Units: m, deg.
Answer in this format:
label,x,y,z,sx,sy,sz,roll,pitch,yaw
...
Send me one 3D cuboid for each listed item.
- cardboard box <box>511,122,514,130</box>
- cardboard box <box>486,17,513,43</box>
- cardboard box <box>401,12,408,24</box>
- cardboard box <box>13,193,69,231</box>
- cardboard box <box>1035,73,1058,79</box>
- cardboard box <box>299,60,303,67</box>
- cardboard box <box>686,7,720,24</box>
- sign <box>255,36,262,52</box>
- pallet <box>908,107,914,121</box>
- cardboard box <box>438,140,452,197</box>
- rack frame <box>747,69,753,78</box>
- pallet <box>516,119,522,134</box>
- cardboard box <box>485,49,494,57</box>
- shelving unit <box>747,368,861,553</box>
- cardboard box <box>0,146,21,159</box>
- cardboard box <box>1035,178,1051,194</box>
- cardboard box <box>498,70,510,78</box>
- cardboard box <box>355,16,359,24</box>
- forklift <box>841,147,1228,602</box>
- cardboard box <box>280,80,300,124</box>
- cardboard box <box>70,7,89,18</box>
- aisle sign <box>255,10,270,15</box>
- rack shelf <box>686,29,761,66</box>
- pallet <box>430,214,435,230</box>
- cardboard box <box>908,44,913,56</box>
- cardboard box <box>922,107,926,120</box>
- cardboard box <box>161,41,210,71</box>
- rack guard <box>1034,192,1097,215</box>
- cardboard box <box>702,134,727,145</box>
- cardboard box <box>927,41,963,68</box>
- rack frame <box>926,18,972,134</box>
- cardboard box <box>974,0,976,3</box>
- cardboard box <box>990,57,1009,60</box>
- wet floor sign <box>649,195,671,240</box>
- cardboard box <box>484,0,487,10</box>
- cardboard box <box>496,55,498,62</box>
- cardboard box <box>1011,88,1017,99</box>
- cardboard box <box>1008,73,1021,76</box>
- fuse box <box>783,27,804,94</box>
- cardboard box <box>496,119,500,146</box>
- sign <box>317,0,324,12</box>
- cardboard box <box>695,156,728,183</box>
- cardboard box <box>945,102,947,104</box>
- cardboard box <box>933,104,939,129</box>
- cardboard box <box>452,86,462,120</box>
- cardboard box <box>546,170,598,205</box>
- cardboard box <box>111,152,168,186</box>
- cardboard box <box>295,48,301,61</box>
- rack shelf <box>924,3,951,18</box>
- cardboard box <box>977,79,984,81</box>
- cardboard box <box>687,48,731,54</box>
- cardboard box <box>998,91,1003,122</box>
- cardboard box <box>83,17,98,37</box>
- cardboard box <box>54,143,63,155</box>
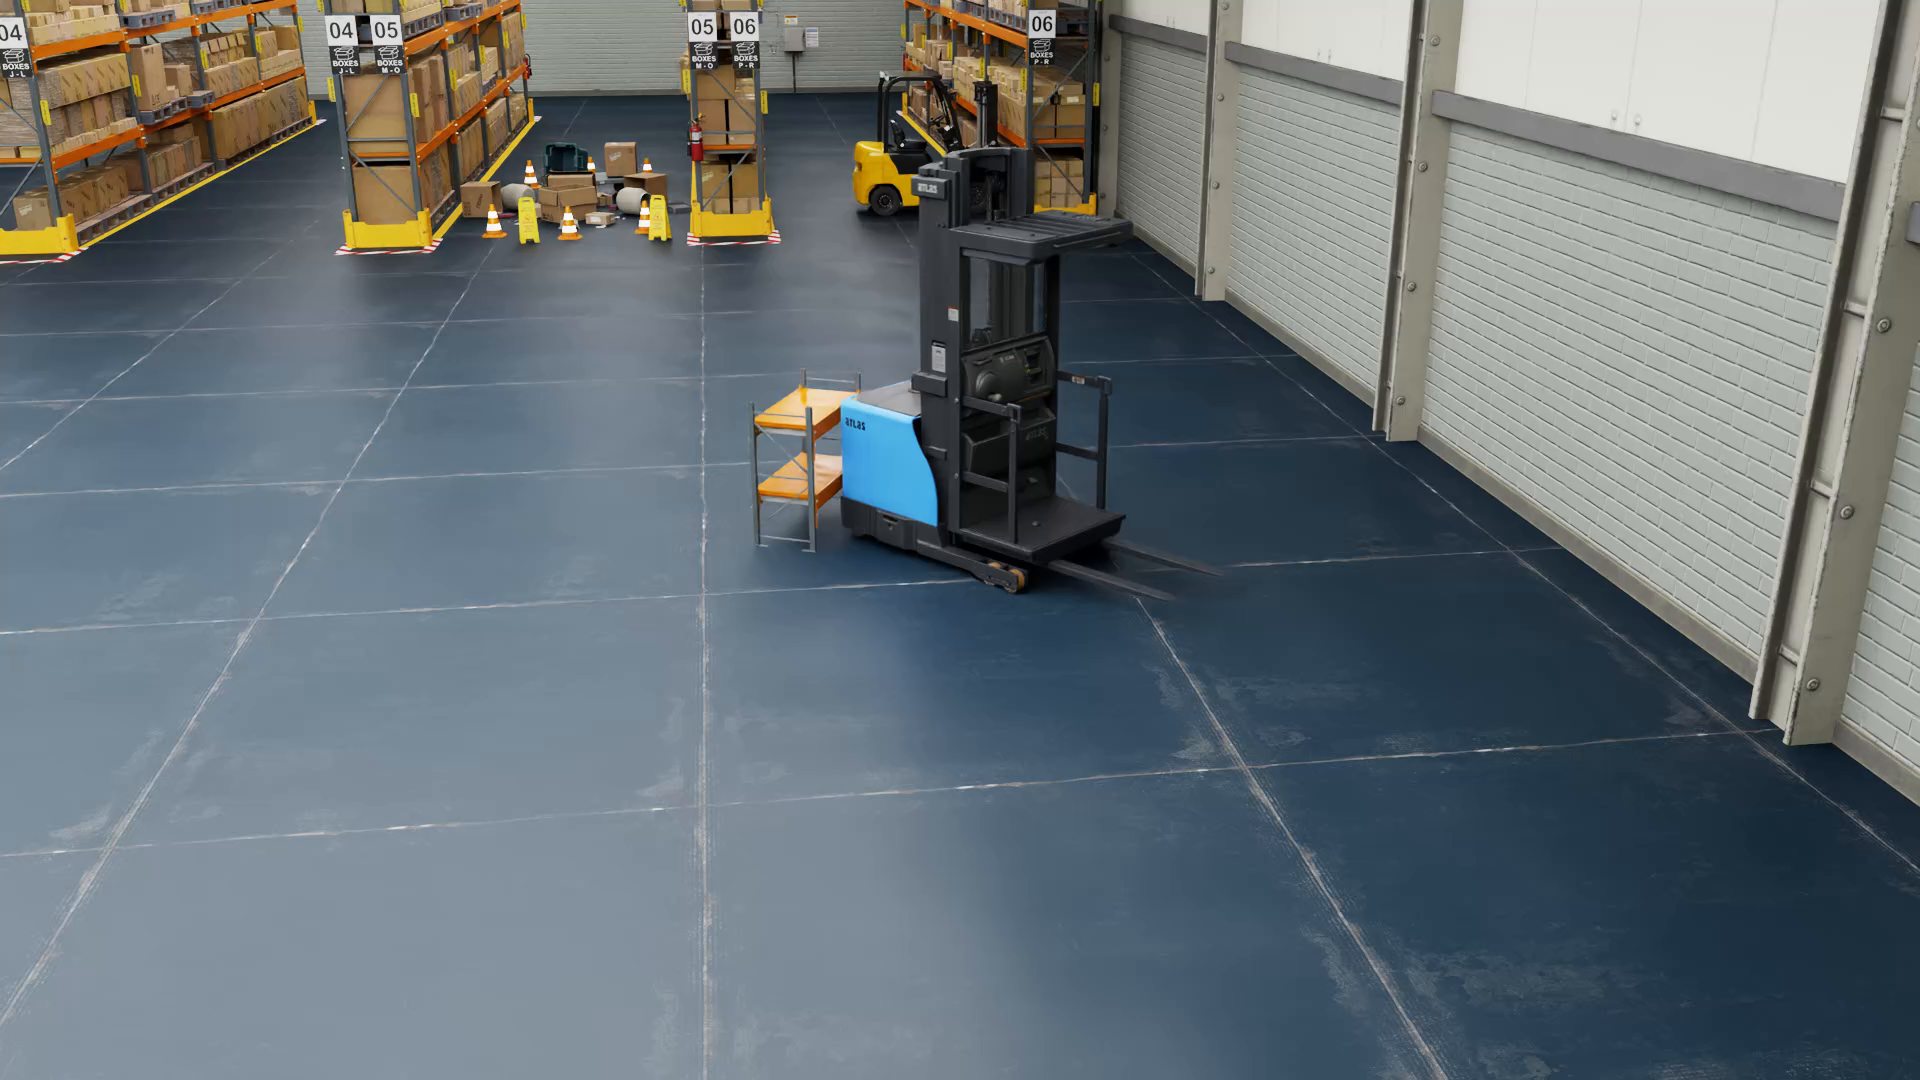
label,x,y,z,sx,sy,sz,roll,pitch,yaw
cardboard box,-9.765,-8.868,35.647,0.380,0.149,0.250,-4,21,-10
cardboard box,-9.986,-11.042,35.997,0.500,0.500,0.500,-3,21,-7
cardboard box,-8.033,-7.376,23.506,0.380,0.149,0.250,-3,21,-7
cardboard box,-13.297,-4.737,24.085,0.500,0.500,0.500,1,20,2
cardboard box,1.421,-7.491,26.992,0.380,0.149,0.250,-2,21,-6
cardboard box,-15.153,-10.810,37.731,0.380,0.149,0.250,-3,21,-7
cardboard box,-3.908,-7.986,25.313,0.500,0.250,0.500,-2,21,-6
sign,-14.418,-10.185,34.158,0.100,0.325,0.005,-3,21,-8
pallet,-0.685,-10.177,39.663,1.003,0.211,1.213,-3,21,-8
cardboard box,-8.856,-6.075,27.130,0.875,0.875,0.875,-3,21,-7
rack frame,-3.994,-7.379,28.187,1.000,3.000,0.127,-3,21,-8
pallet,-10.342,-9.212,37.080,1.003,0.211,1.213,-3,21,-8
cardboard box,-9.705,-9.911,33.872,0.380,0.149,0.250,-4,21,-9
shelving unit,-1.170,-0.633,12.802,0.538,1.125,1.048,6,21,16
cardboard box,-13.469,-5.465,23.421,0.380,0.149,0.250,-3,21,-8
cardboard box,1.115,-5.542,25.881,0.500,0.250,0.500,-3,21,-8
cardboard box,-9.748,-9.861,35.191,0.380,0.149,0.250,-2,21,-6
cardboard box,-8.684,-7.339,23.407,0.380,0.149,0.250,-3,21,-8
forklift,0.510,-1.206,11.755,3.031,2.935,1.130,18,27,39
cardboard box,-15.227,-9.703,36.845,0.875,0.875,0.875,-3,21,-8
cardboard box,-13.368,-7.936,25.035,0.380,0.149,0.250,-2,21,-6
aisle sign,-15.837,-12.262,37.544,0.394,0.787,0.004,-3,21,-8
rack shelf,-3.705,-7.755,25.934,1.077,0.370,4.000,-3,21,-8
pallet,-8.493,-4.676,24.935,1.003,0.211,1.213,-3,21,-8
cardboard box,-0.940,-11.510,39.034,0.500,0.250,0.500,-3,21,-7
cardboard box,-0.658,-9.618,37.489,0.396,0.266,0.258,-2,21,-6
cardboard box,-14.466,-9.035,31.043,0.797,0.503,0.637,-2,21,-6
rack guard,1.498,-5.067,25.567,1.175,0.500,0.348,-3,21,-8
cardboard box,-3.683,-5.995,24.840,0.380,0.149,0.250,-2,21,-6
cardboard box,-0.312,-10.286,35.227,0.700,0.500,0.500,-3,21,-7
rack frame,-0.236,-10.401,36.276,1.000,3.000,0.127,-3,21,-8
cardboard box,0.459,-9.527,29.267,0.380,0.149,0.250,-3,21,-8
cardboard box,0.737,-9.179,31.936,0.380,0.149,0.250,-2,21,-6
wet floor sign,-4.448,-4.772,24.570,0.267,0.644,0.232,4,21,11
cardboard box,-9.429,-10.488,32.081,0.500,0.500,0.500,-3,21,-8
cardboard box,-9.778,-9.955,34.417,0.380,0.149,0.250,-2,21,-6
cardboard box,1.014,-7.059,26.259,0.380,0.149,0.250,-4,21,-10
cardboard box,0.988,-7.468,26.930,0.380,0.149,0.250,-3,21,-8
fuse box,-4.460,-12.937,44.909,0.539,1.711,0.414,-3,21,-8
cardboard box,-9.458,-8.115,33.127,0.500,0.500,0.500,-3,21,-9
sign,-8.840,-7.470,22.990,0.100,0.325,0.005,-3,21,-8
cardboard box,-3.869,-5.699,25.946,0.500,0.500,0.500,-2,21,-6
cardboard box,-0.129,-9.052,34.710,0.380,0.149,0.250,-3,21,-8
cardboard box,-0.302,-9.064,35.669,0.500,0.500,0.500,-3,21,-8
cardboard box,-8.687,-7.337,27.931,0.500,0.500,0.500,-3,21,-7
cardboard box,-6.318,-5.692,27.044,0.797,0.637,0.503,-3,21,-8
cardboard box,-13.917,-6.294,28.226,0.700,0.500,0.500,-3,21,-8
cardboard box,-15.197,-10.949,37.533,0.500,0.250,0.500,-3,21,-9
rack shelf,0.053,-10.777,34.023,1.077,0.370,4.000,-3,21,-8
cardboard box,0.594,-7.952,29.220,0.500,0.250,0.500,-3,21,-9
cardboard box,-4.145,-7.871,27.505,0.700,0.500,0.500,-3,21,-8
cardboard box,0.889,-7.156,27.446,0.500,0.500,0.500,-3,21,-8
cardboard box,-13.332,-7.712,25.005,0.500,0.250,0.500,-3,21,-8
cardboard box,-13.046,-5.575,23.715,0.380,0.149,0.250,-3,21,-8
